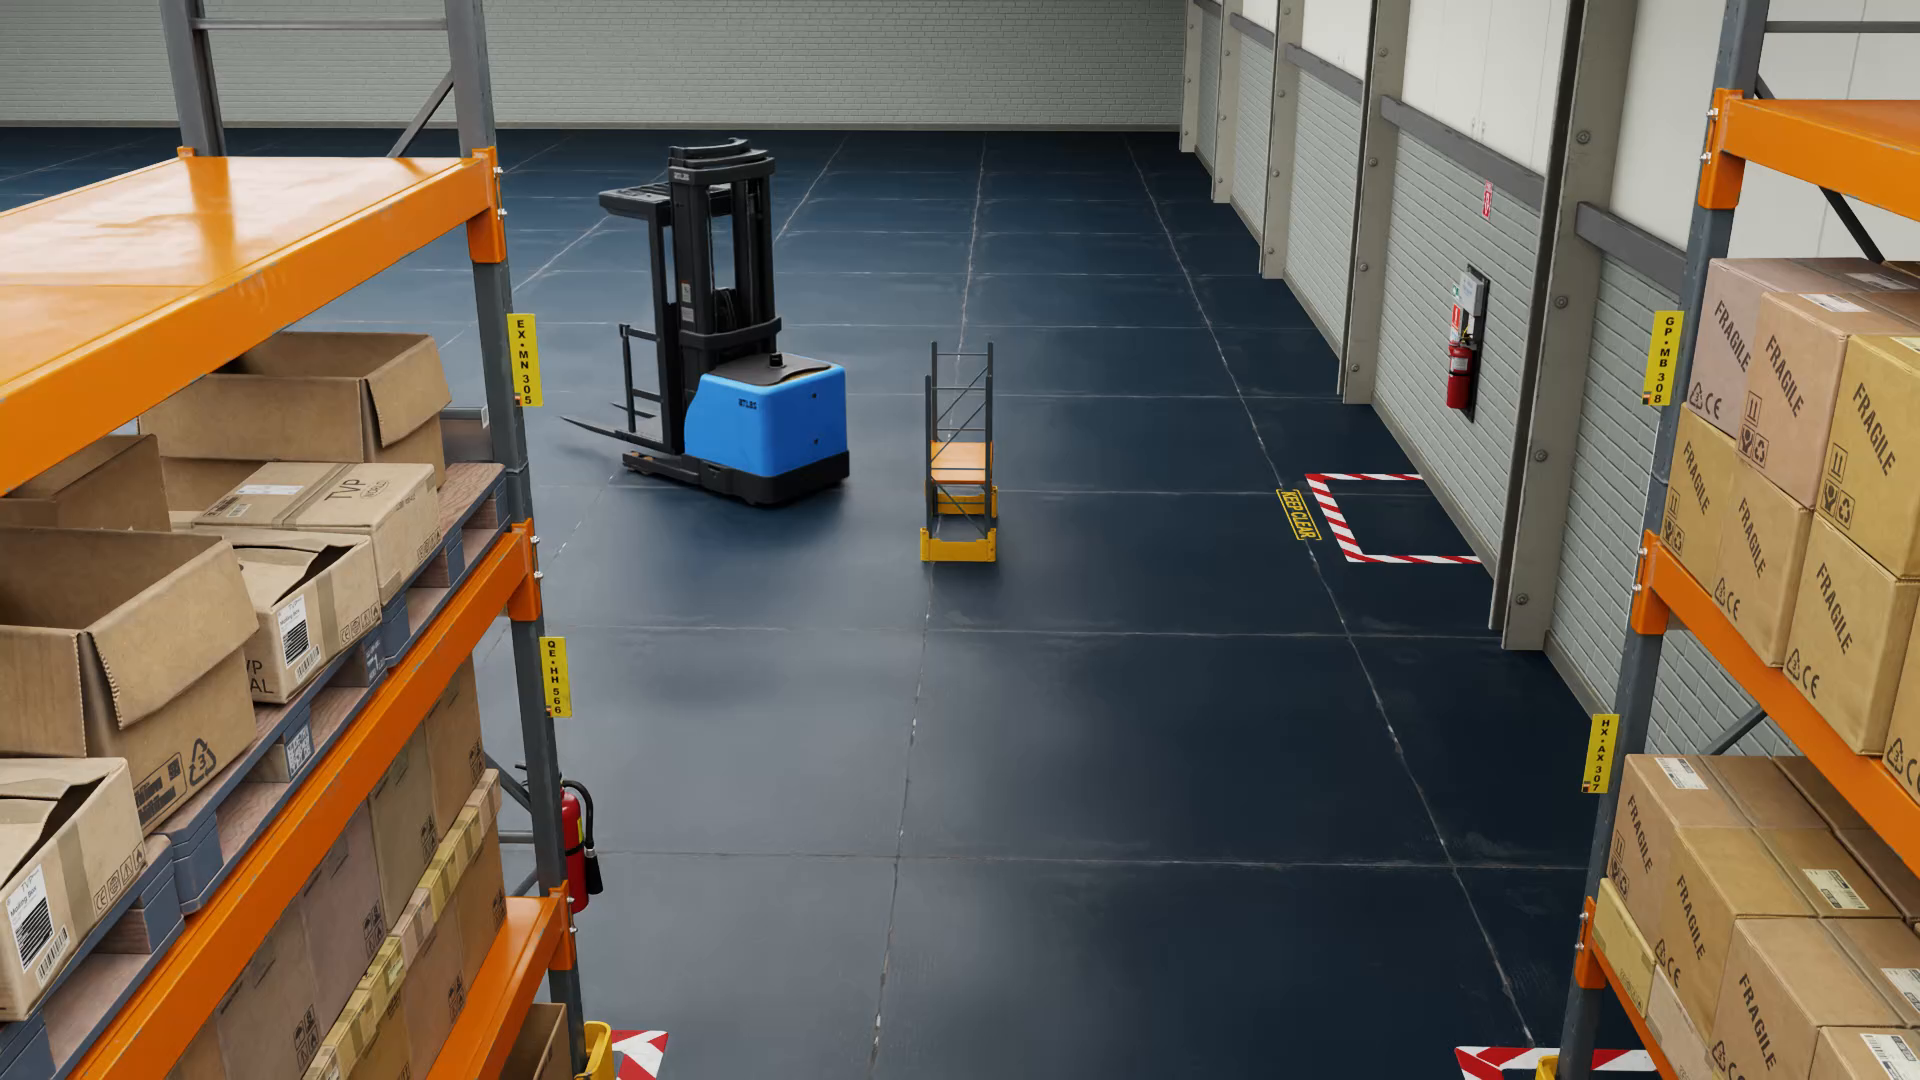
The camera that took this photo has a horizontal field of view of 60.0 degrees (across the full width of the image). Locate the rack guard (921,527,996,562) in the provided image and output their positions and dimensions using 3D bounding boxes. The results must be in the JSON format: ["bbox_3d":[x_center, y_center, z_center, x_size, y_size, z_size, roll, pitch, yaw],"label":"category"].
[{"bbox_3d":[-0.013,0.036,13.091,0.587,0.250,0.087,1,21,2],"label":"rack guard"}]

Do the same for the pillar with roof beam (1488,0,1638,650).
[{"bbox_3d":[-0.364,-3.551,10.240,9.100,9.000,0.400,1,21,2],"label":"pillar with roof beam"}]

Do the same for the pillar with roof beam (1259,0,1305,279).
[{"bbox_3d":[0.001,-7.889,21.422,9.100,9.000,0.400,1,21,2],"label":"pillar with roof beam"}]

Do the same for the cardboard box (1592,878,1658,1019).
[{"bbox_3d":[2.581,1.434,5.866,0.500,0.250,0.500,0,21,0],"label":"cardboard box"}]

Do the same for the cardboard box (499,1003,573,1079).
[{"bbox_3d":[-1.757,2.081,6.203,0.500,0.500,0.500,1,21,2],"label":"cardboard box"}]

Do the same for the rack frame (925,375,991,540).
[{"bbox_3d":[-0.013,-0.546,12.863,0.500,1.500,0.032,1,21,2],"label":"rack frame"}]

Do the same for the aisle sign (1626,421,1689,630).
[{"bbox_3d":[2.615,-0.041,5.894,0.394,0.787,0.004,1,21,2],"label":"aisle sign"}]

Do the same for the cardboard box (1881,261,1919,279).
[{"bbox_3d":[3.161,-0.561,5.134,0.500,0.500,0.500,2,21,4],"label":"cardboard box"}]

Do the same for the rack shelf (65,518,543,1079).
[{"bbox_3d":[-2.099,0.807,4.149,1.077,0.370,4.000,1,21,2],"label":"rack shelf"}]

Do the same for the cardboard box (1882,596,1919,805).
[{"bbox_3d":[2.594,0.440,3.936,0.500,0.500,0.500,2,21,5],"label":"cardboard box"}]

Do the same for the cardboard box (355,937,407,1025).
[{"bbox_3d":[-1.891,1.311,4.967,0.380,0.149,0.250,1,21,3],"label":"cardboard box"}]

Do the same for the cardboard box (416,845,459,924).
[{"bbox_3d":[-1.874,1.126,5.446,0.380,0.149,0.250,0,21,1],"label":"cardboard box"}]

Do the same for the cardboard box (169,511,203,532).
[{"bbox_3d":[-2.250,0.028,4.736,0.380,0.149,0.250,1,21,2],"label":"cardboard box"}]

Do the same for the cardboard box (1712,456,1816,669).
[{"bbox_3d":[2.601,0.058,4.920,0.500,0.500,0.500,2,21,5],"label":"cardboard box"}]

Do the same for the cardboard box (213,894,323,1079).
[{"bbox_3d":[-2.107,1.237,4.262,0.700,0.500,0.500,1,21,2],"label":"cardboard box"}]

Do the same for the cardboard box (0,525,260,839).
[{"bbox_3d":[-1.984,0.292,3.567,0.797,0.503,0.637,3,21,8],"label":"cardboard box"}]

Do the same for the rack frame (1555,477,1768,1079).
[{"bbox_3d":[2.913,1.200,6.288,1.000,3.000,0.127,1,21,2],"label":"rack frame"}]

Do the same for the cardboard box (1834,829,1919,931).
[{"bbox_3d":[3.086,1.266,5.262,0.500,0.500,0.500,1,21,2],"label":"cardboard box"}]

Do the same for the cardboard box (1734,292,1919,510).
[{"bbox_3d":[2.593,-0.403,4.725,0.500,0.500,0.500,0,21,1],"label":"cardboard box"}]

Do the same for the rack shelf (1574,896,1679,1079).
[{"bbox_3d":[2.852,2.259,4.555,1.077,0.370,4.000,1,21,2],"label":"rack shelf"}]

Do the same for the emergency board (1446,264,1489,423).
[{"bbox_3d":[4.052,-1.599,13.504,0.194,1.169,0.643,1,21,2],"label":"emergency board"}]

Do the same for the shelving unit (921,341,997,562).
[{"bbox_3d":[0.002,-0.727,13.329,0.587,1.500,1.083,1,21,2],"label":"shelving unit"}]

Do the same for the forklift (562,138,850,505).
[{"bbox_3d":[-2.444,-2.084,14.847,3.031,2.935,1.130,17,27,36],"label":"forklift"}]

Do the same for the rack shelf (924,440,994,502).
[{"bbox_3d":[0.003,-0.562,13.402,0.538,0.185,1.000,1,21,2],"label":"rack shelf"}]

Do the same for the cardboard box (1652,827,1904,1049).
[{"bbox_3d":[2.573,1.259,5.280,0.500,0.500,0.500,1,21,2],"label":"cardboard box"}]

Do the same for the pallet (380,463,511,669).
[{"bbox_3d":[-2.086,0.045,5.241,1.003,0.211,1.213,1,21,2],"label":"pallet"}]

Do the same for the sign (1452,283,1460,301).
[{"bbox_3d":[4.163,-2.060,13.910,0.001,0.109,0.331,1,21,2],"label":"sign"}]

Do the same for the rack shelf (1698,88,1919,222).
[{"bbox_3d":[2.852,-0.536,3.470,1.077,0.370,4.000,1,21,2],"label":"rack shelf"}]

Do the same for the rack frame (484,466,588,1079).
[{"bbox_3d":[-2.038,1.147,6.425,1.000,3.000,0.127,1,21,2],"label":"rack frame"}]

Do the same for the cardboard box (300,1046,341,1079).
[{"bbox_3d":[-1.905,1.499,4.483,0.380,0.149,0.250,0,21,1],"label":"cardboard box"}]

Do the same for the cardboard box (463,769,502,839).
[{"bbox_3d":[-1.860,0.938,5.929,0.380,0.149,0.250,0,21,1],"label":"cardboard box"}]

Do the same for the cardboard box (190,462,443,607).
[{"bbox_3d":[-1.810,-0.023,4.728,0.500,0.250,0.500,1,21,2],"label":"cardboard box"}]

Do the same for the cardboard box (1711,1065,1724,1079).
[{"bbox_3d":[2.558,1.806,4.907,0.500,0.250,0.500,0,21,1],"label":"cardboard box"}]

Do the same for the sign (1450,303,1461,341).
[{"bbox_3d":[4.172,-1.815,14.010,0.001,0.329,0.234,1,21,2],"label":"sign"}]

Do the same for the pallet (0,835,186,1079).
[{"bbox_3d":[-2.160,0.928,2.967,1.003,0.211,1.213,1,21,2],"label":"pallet"}]

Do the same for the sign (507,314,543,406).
[{"bbox_3d":[-1.496,-0.616,5.709,0.100,0.325,0.005,1,21,2],"label":"sign"}]

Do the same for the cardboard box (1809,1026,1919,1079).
[{"bbox_3d":[2.547,1.633,4.317,0.500,0.500,0.500,1,21,3],"label":"cardboard box"}]

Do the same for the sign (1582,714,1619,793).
[{"bbox_3d":[2.371,0.791,6.147,0.100,0.325,0.005,1,21,2],"label":"sign"}]

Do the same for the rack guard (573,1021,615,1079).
[{"bbox_3d":[-2.038,2.304,6.900,1.175,0.500,0.348,1,21,2],"label":"rack guard"}]

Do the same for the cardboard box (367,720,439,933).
[{"bbox_3d":[-2.078,0.874,5.199,0.700,0.500,0.500,0,21,0],"label":"cardboard box"}]

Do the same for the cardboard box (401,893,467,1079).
[{"bbox_3d":[-2.077,1.459,5.483,0.700,0.500,0.500,1,21,3],"label":"cardboard box"}]
